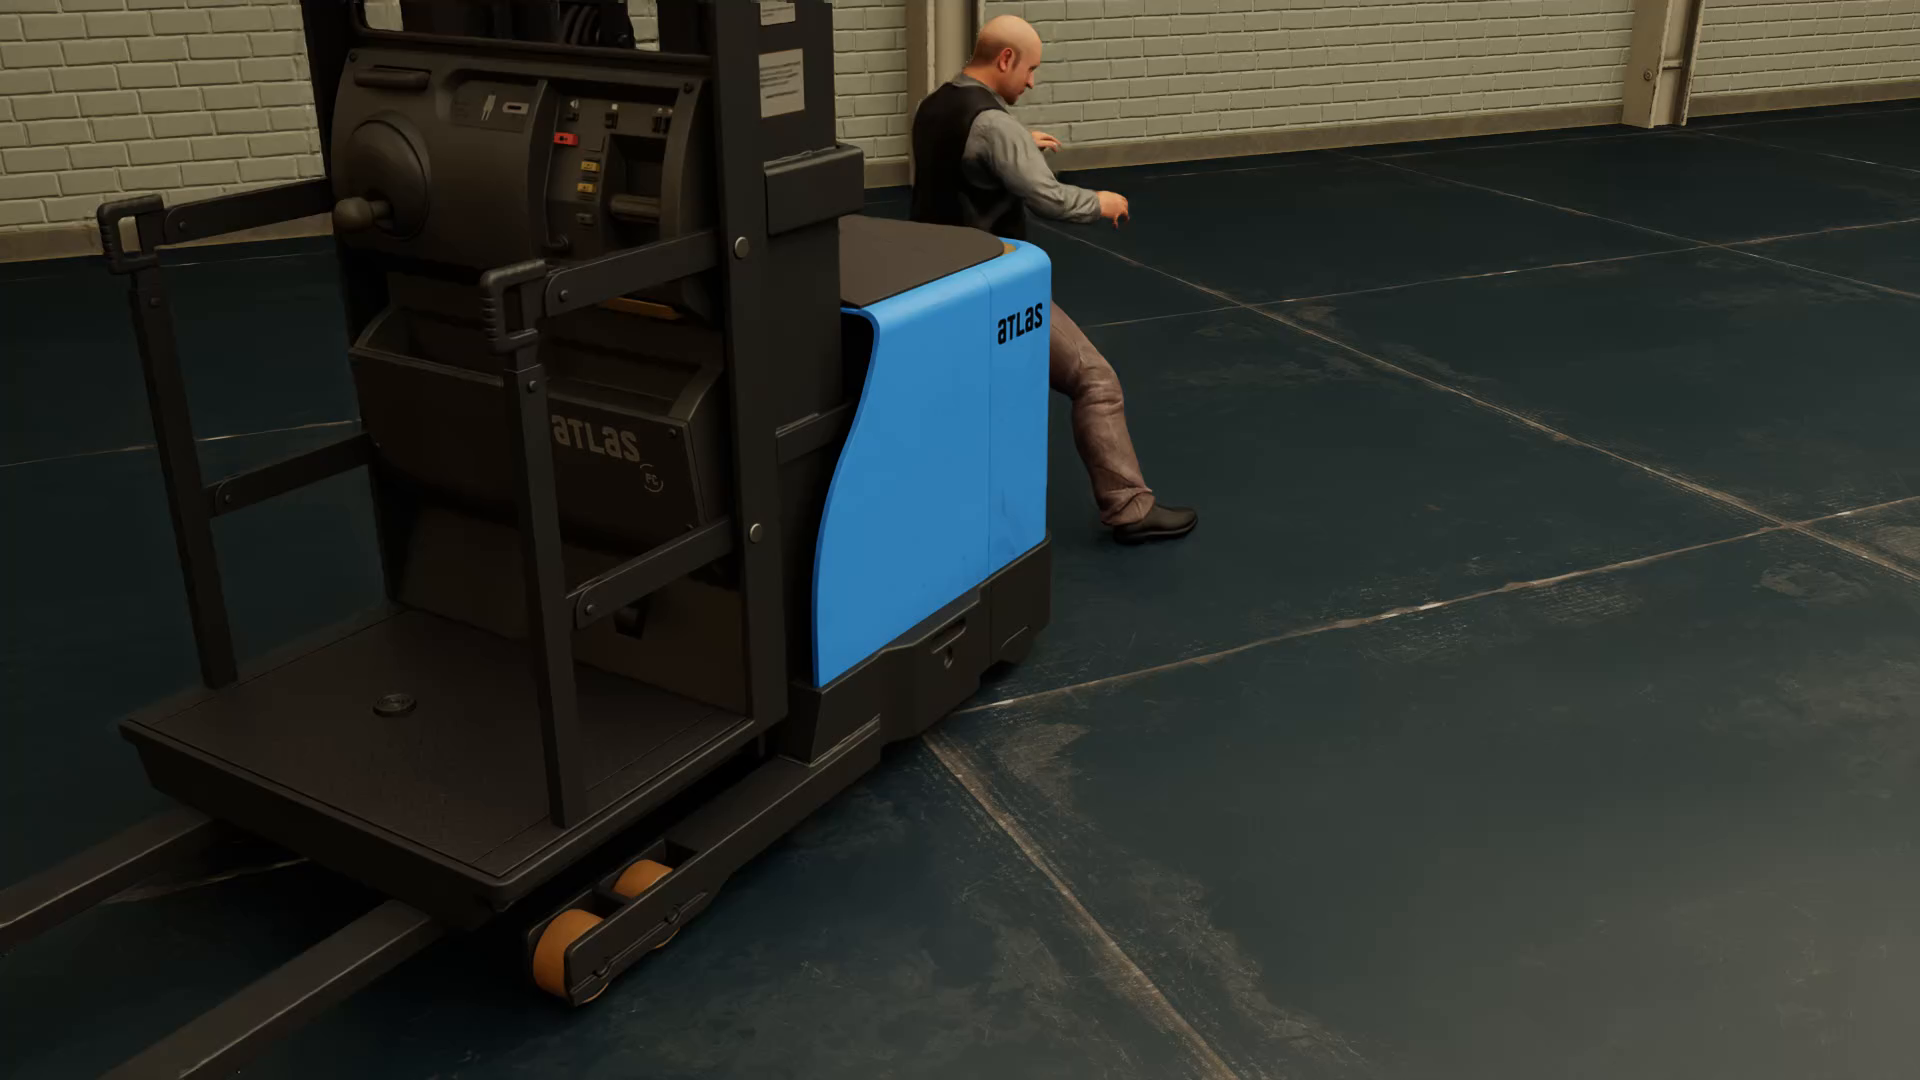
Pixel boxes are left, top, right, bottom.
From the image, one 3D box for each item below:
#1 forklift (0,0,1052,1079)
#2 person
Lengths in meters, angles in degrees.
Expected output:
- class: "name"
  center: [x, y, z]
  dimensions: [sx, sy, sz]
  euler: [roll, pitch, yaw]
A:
- class: "forklift"
  center: [-0.973, -0.708, 2.990]
  dimensions: [1.130, 2.935, 3.031]
  euler: [14, 26, 29]
- class: "person"
  center: [0.190, -0.883, 5.271]
  dimensions: [0.741, 1.502, 1.265]
  euler: [-9, 24, -20]
